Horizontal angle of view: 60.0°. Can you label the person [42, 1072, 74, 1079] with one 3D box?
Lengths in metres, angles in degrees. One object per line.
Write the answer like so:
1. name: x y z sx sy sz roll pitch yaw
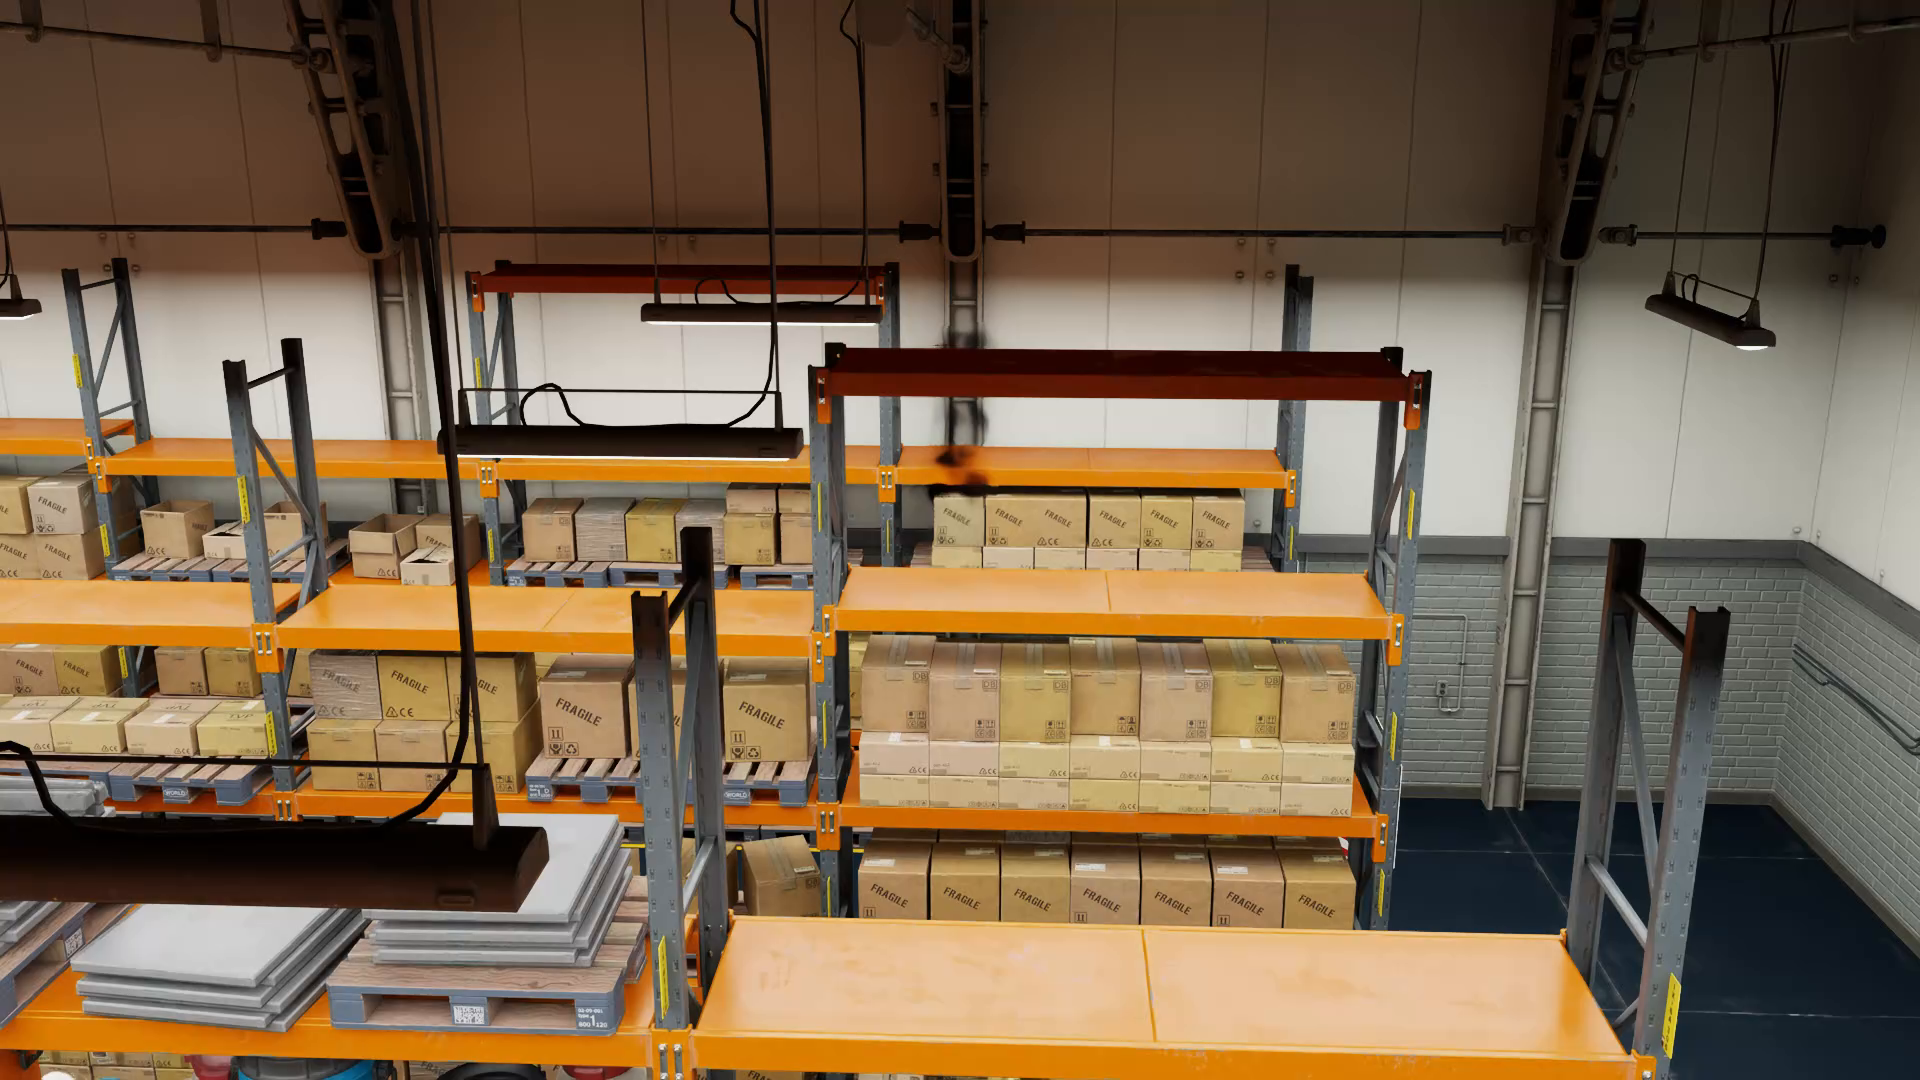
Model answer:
1. person: -5.790 4.231 10.824 0.976 1.773 0.698 1 16 2
